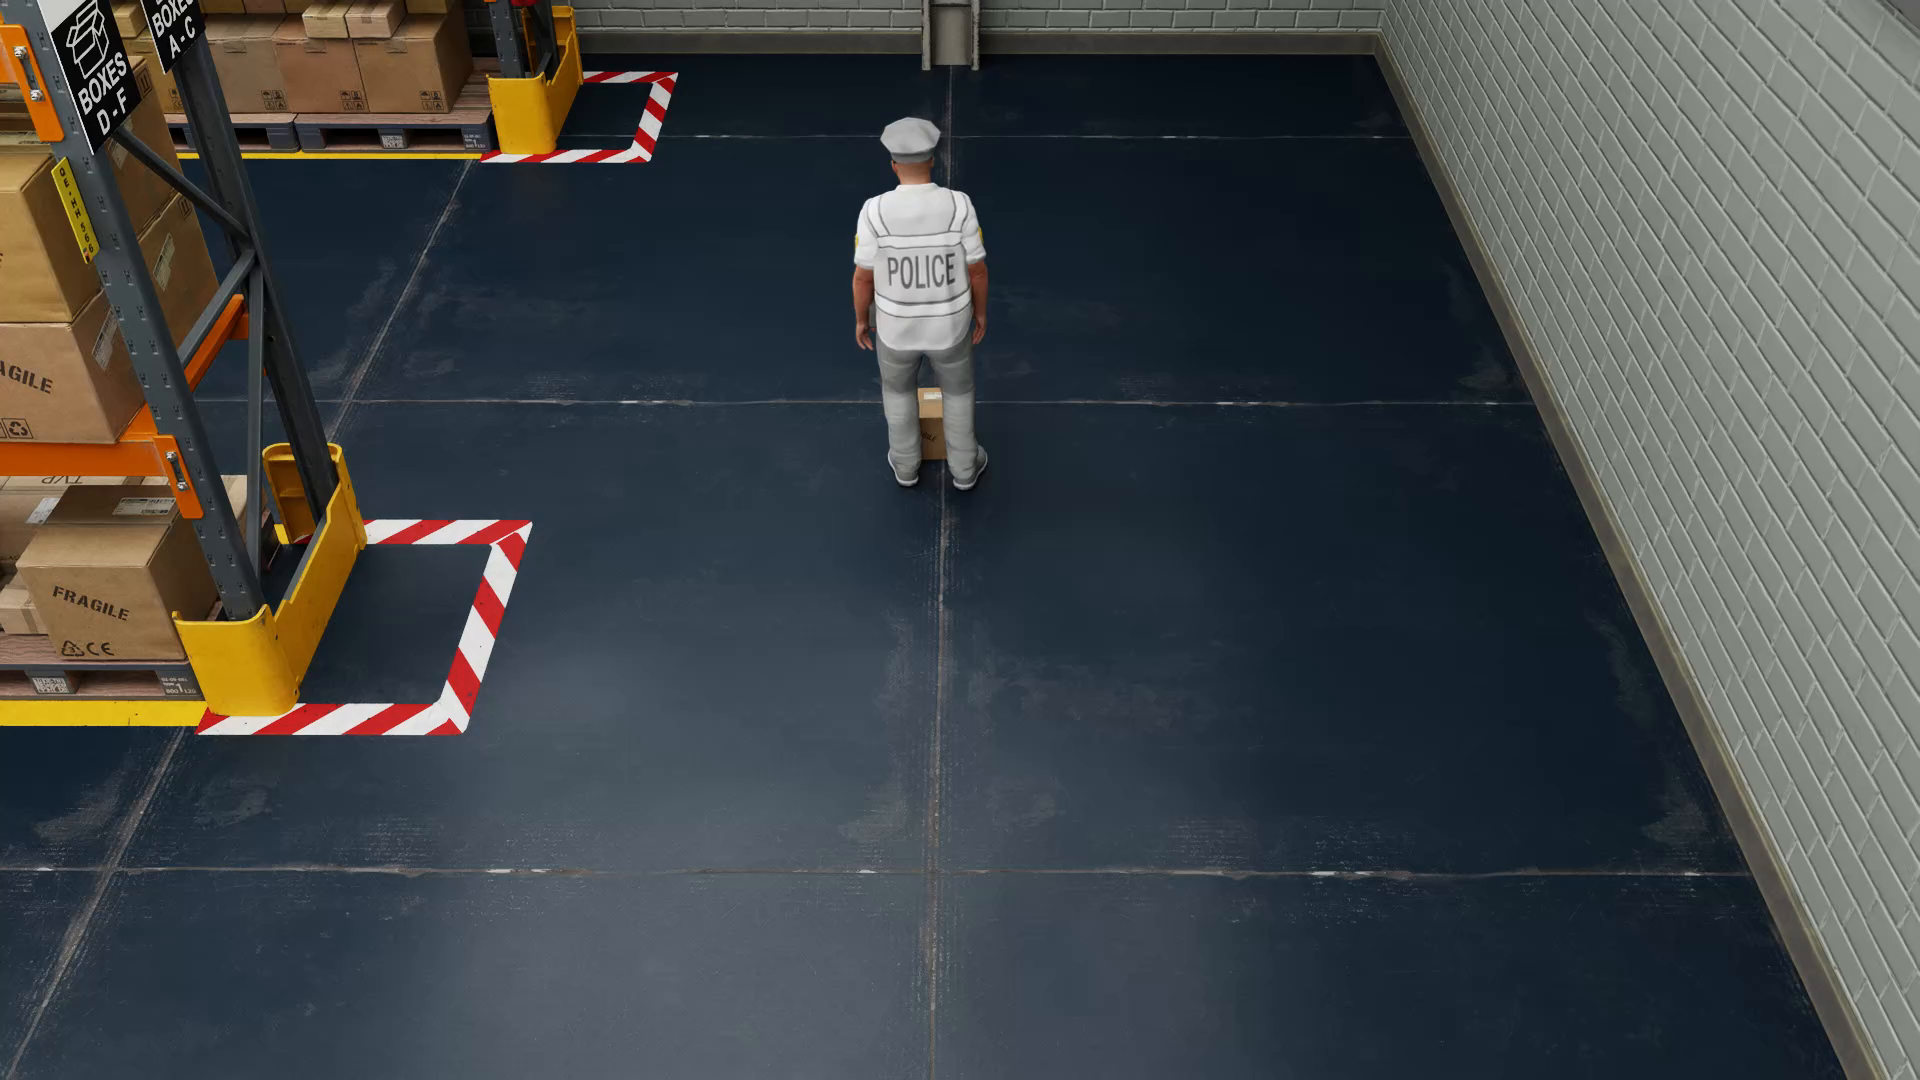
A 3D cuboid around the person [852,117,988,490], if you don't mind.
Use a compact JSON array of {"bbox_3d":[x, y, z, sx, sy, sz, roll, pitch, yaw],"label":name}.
[{"bbox_3d":[-0.164,-0.974,7.346,0.606,1.736,0.478,-2,39,-3],"label":"person"}]
